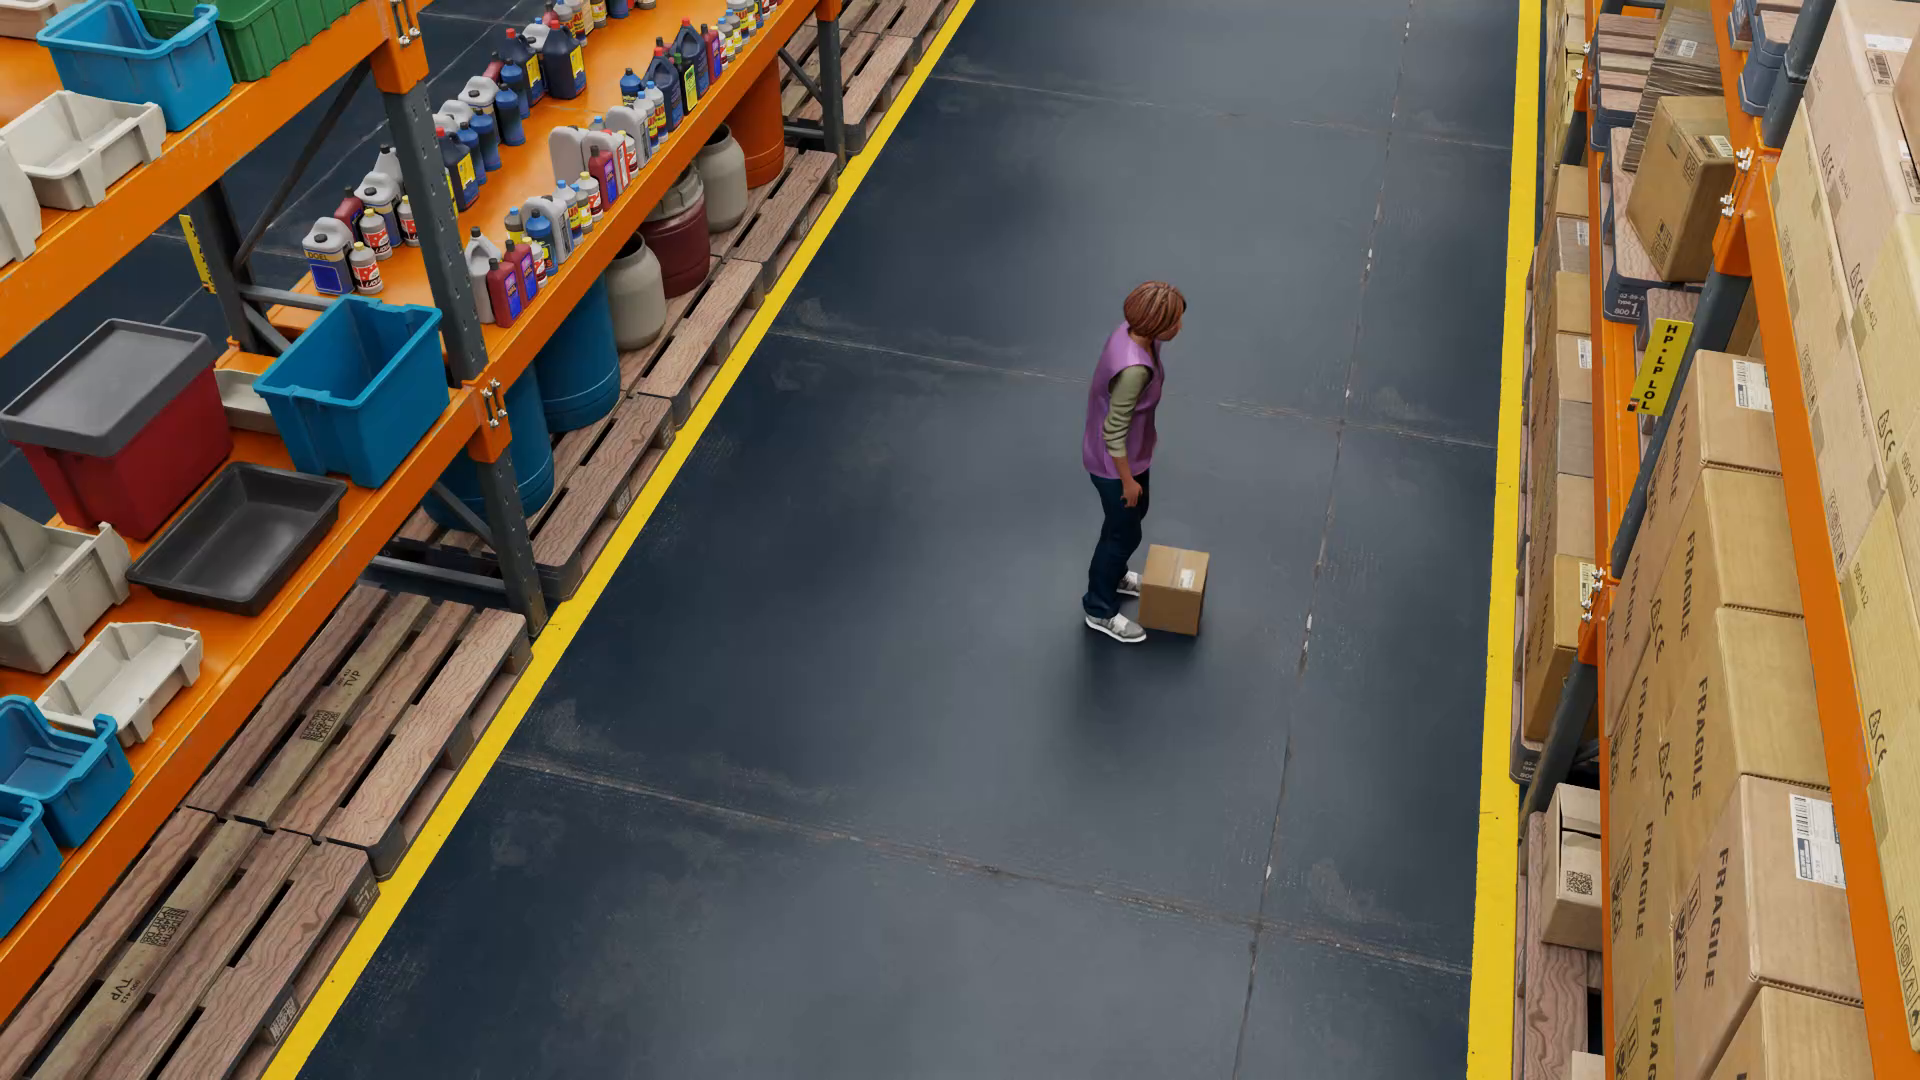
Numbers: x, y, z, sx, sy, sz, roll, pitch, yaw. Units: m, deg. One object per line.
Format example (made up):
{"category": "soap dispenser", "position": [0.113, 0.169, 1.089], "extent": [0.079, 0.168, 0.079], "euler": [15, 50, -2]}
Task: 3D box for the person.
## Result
{"category": "person", "position": [0.652, -0.327, 6.535], "extent": [0.339, 1.592, 0.462], "euler": [9, 42, 10]}
